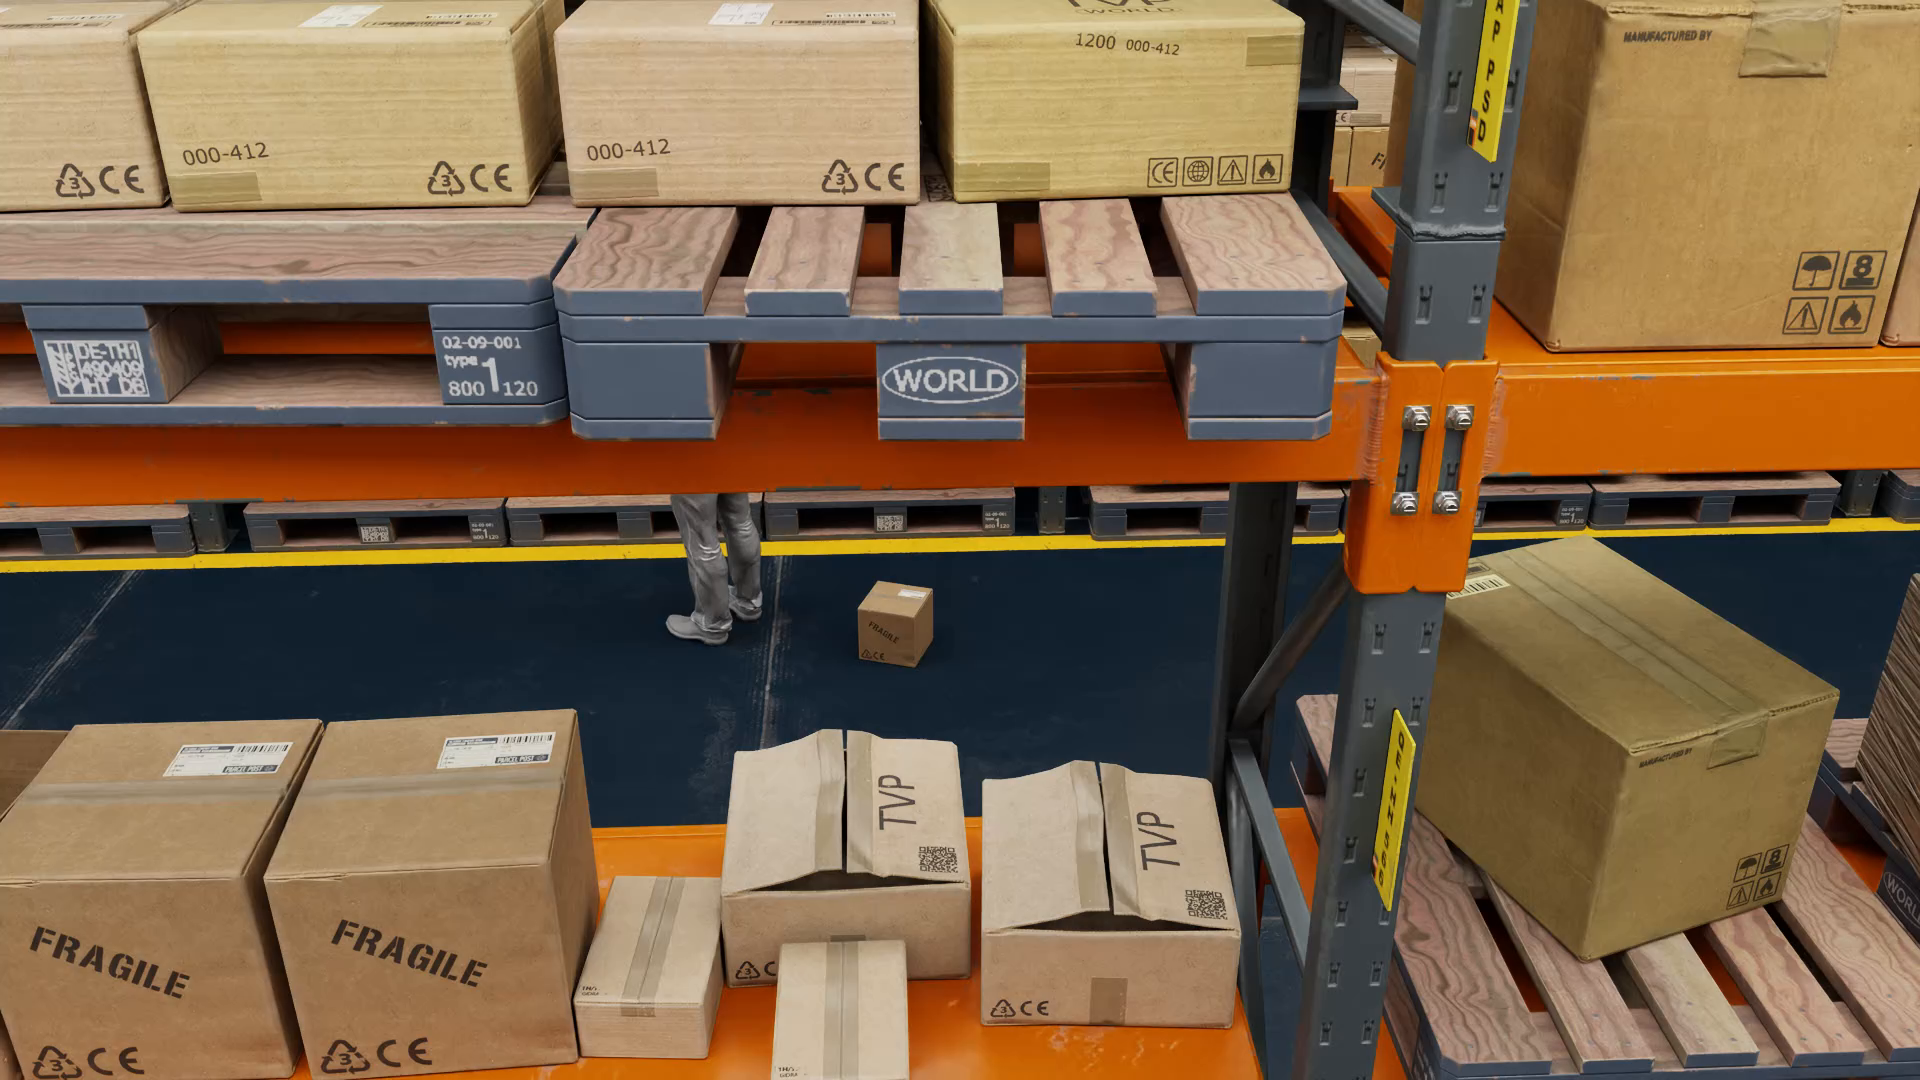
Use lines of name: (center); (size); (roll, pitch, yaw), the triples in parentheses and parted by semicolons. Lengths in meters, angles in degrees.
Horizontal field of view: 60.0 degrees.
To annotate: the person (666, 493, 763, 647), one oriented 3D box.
person: (-1.059, -0.411, 6.881); (0.372, 1.771, 0.566); (19, 33, 32)
